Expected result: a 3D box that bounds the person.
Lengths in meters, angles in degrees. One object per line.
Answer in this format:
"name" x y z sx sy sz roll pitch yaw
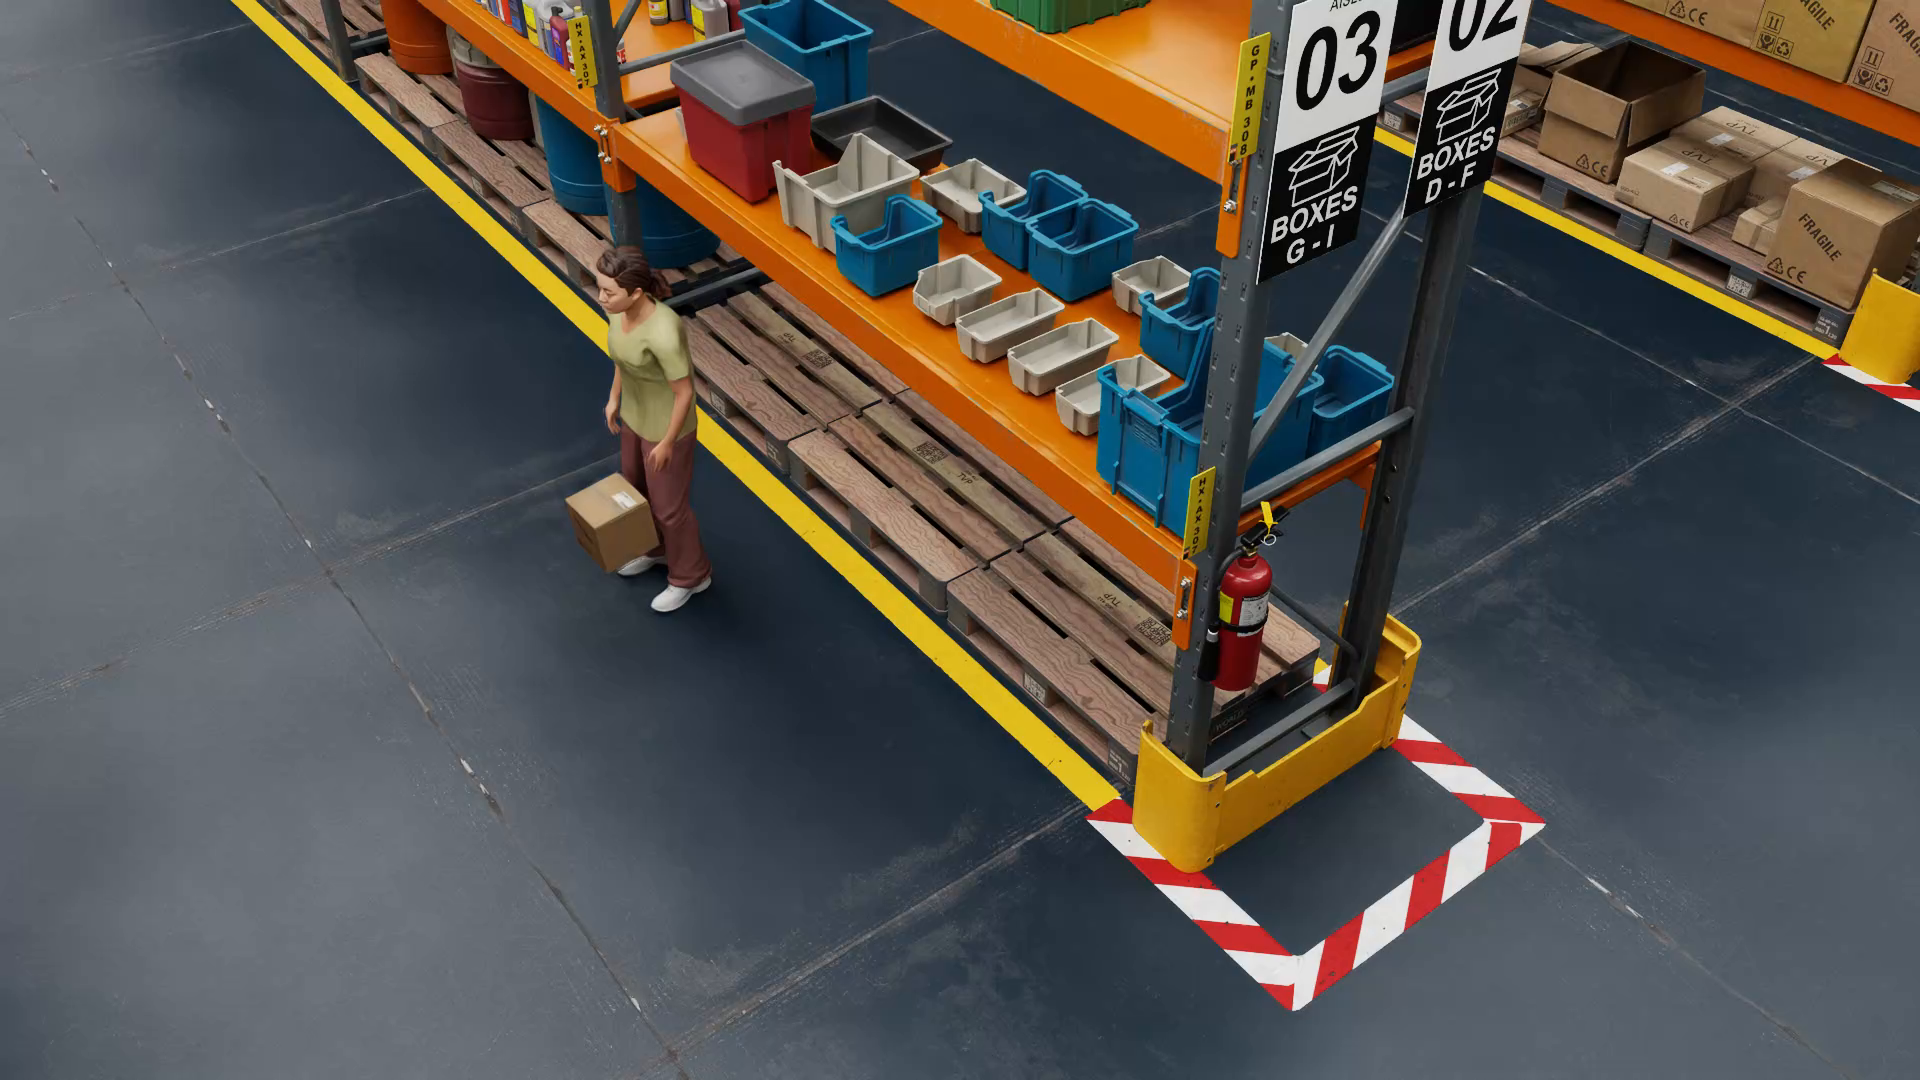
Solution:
"person" -1.241 -0.455 6.690 0.359 1.675 0.483 -28 48 -29
